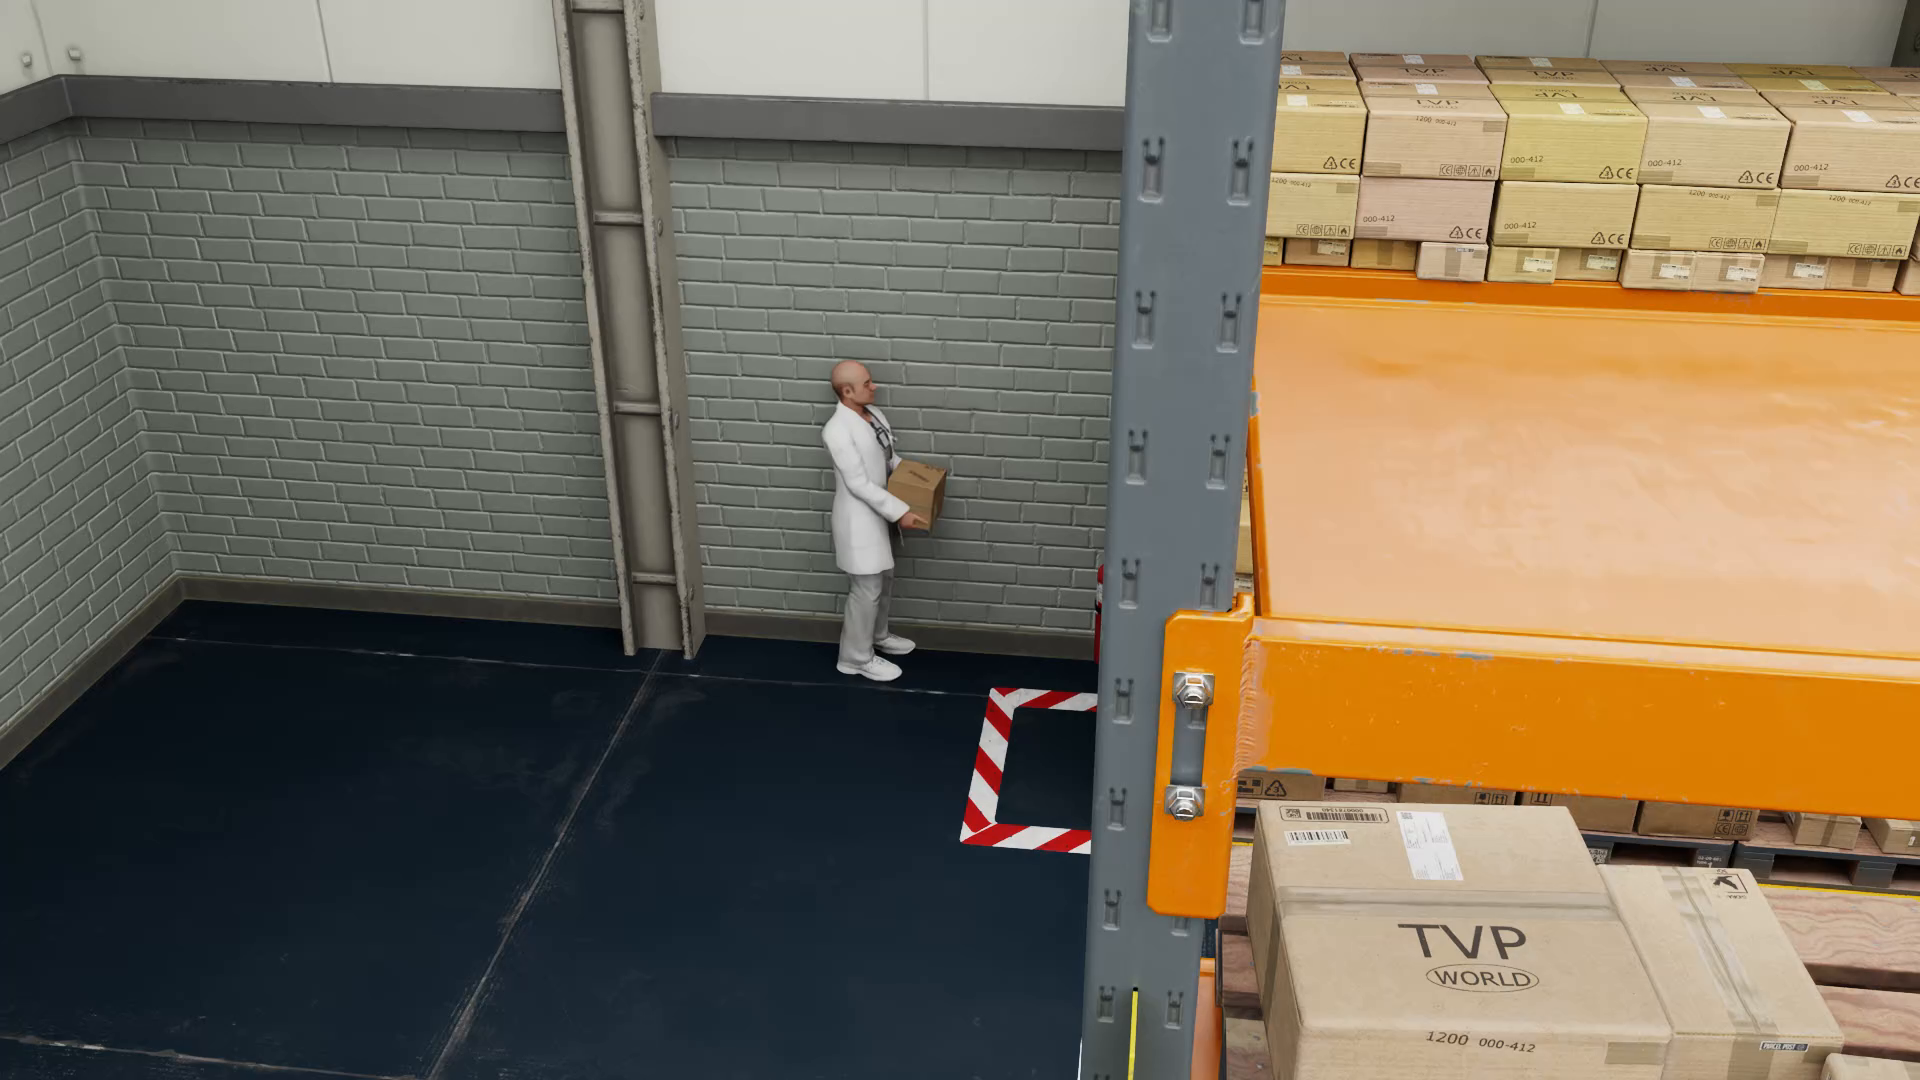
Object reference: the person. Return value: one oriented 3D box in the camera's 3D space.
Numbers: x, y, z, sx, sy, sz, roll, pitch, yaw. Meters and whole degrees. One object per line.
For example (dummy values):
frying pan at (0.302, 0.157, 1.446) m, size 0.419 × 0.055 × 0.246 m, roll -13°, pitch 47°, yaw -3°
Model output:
person at (-0.402, -0.102, 8.836) m, size 0.557 × 1.772 × 0.530 m, roll 7°, pitch 29°, yaw 13°
